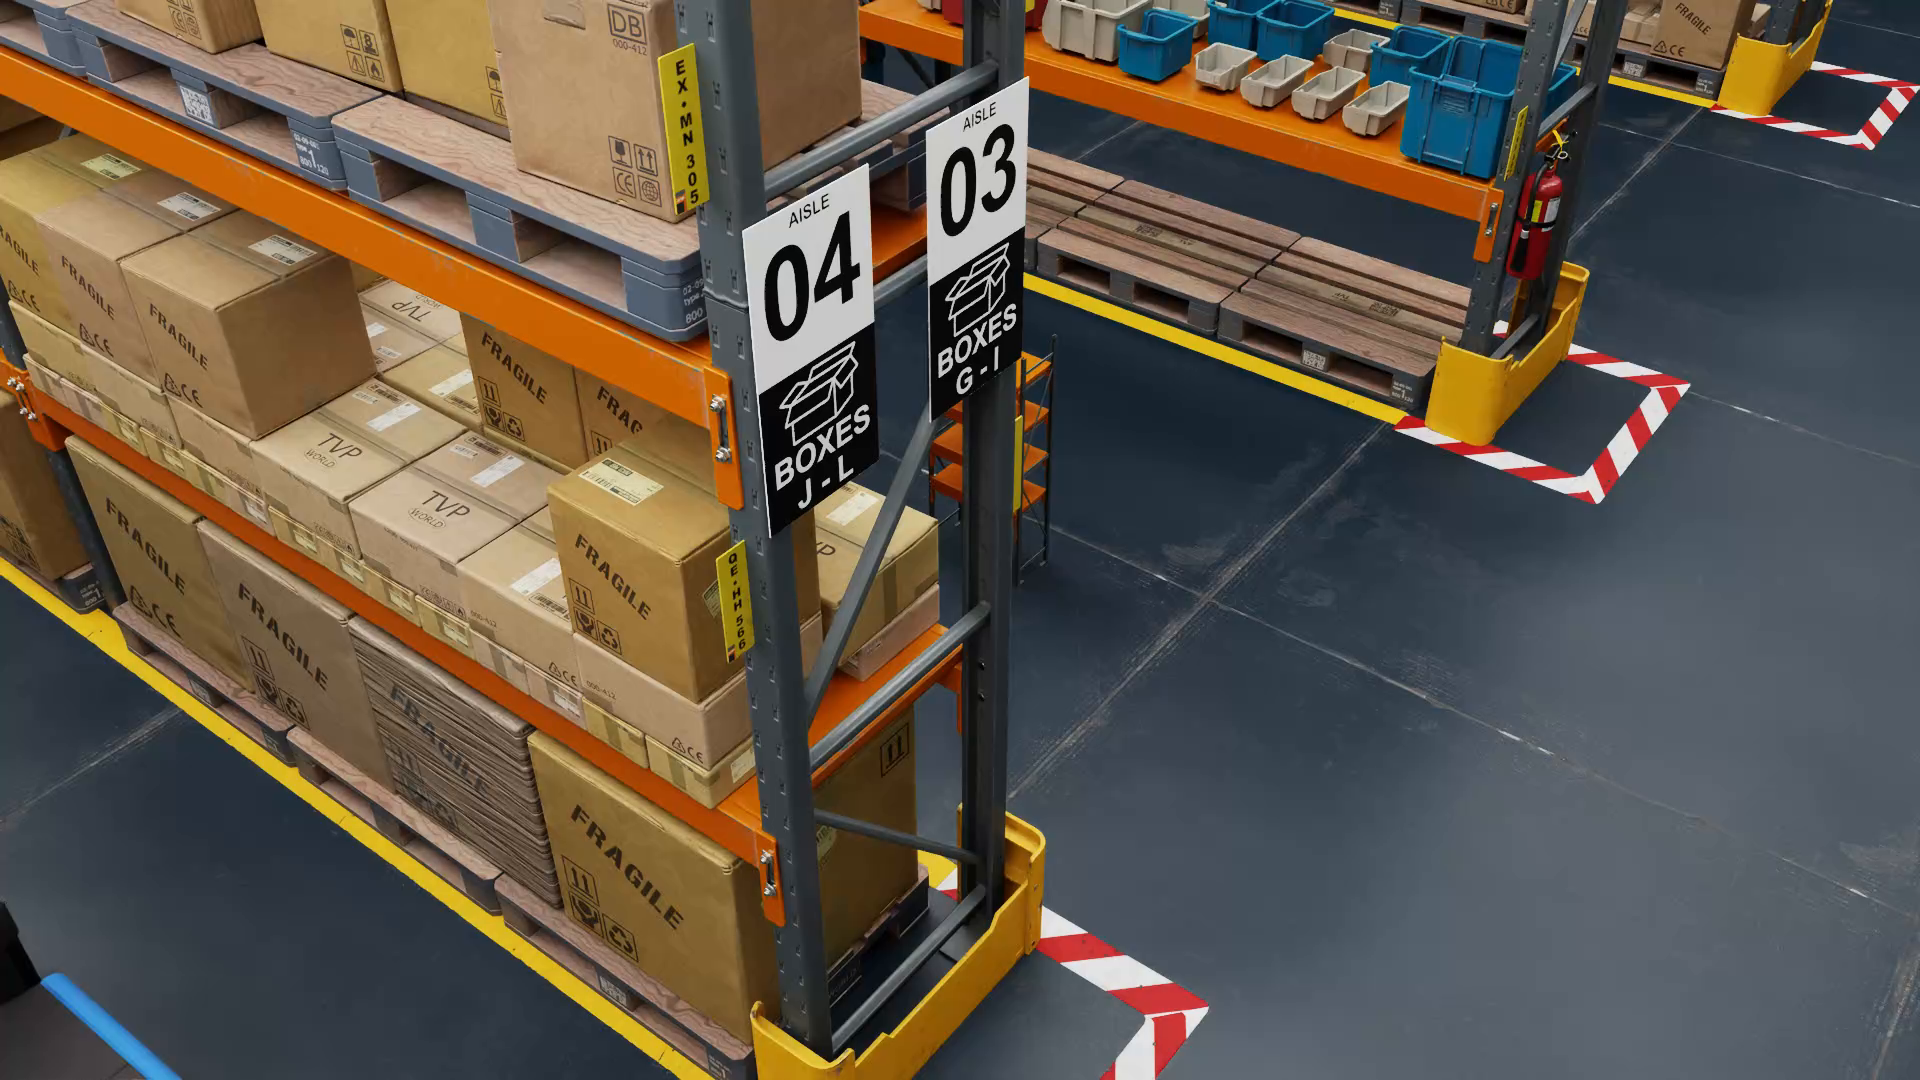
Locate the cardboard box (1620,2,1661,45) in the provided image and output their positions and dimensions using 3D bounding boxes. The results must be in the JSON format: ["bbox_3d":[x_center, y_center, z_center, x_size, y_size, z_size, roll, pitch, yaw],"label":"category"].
[{"bbox_3d":[4.978,-3.748,12.045,0.250,0.166,0.380,25,45,29],"label":"cardboard box"}]

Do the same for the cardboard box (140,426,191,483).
[{"bbox_3d":[-2.711,-0.393,6.022,0.250,0.149,0.380,24,44,27],"label":"cardboard box"}]

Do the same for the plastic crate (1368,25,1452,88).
[{"bbox_3d":[2.295,-2.445,8.527,0.300,0.233,0.416,25,45,29],"label":"plastic crate"}]

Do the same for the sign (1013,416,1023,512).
[{"bbox_3d":[0.147,-0.203,4.810,0.005,0.325,0.100,25,45,29],"label":"sign"}]

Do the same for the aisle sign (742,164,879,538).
[{"bbox_3d":[-0.320,-0.412,3.734,0.004,0.787,0.394,25,45,29],"label":"aisle sign"}]

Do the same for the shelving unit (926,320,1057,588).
[{"bbox_3d":[0.131,-0.410,7.301,0.503,1.200,0.258,25,45,29],"label":"shelving unit"}]

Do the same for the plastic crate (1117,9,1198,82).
[{"bbox_3d":[1.027,-2.588,8.710,0.300,0.233,0.416,25,45,29],"label":"plastic crate"}]

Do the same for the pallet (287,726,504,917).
[{"bbox_3d":[-1.842,0.818,6.534,1.213,0.211,1.003,25,45,29],"label":"pallet"}]

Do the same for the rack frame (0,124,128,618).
[{"bbox_3d":[-3.372,-1.060,6.671,0.127,3.000,1.000,25,45,29],"label":"rack frame"}]

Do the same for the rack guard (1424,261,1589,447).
[{"bbox_3d":[2.841,-1.000,8.622,0.348,0.500,1.175,25,45,29],"label":"rack guard"}]

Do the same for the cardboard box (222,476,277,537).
[{"bbox_3d":[-2.309,-0.202,5.779,0.250,0.149,0.380,26,45,29],"label":"cardboard box"}]

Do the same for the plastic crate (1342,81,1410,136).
[{"bbox_3d":[2.056,-2.124,8.194,0.243,0.136,0.396,25,45,29],"label":"plastic crate"}]

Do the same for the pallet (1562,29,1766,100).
[{"bbox_3d":[5.132,-3.640,12.228,1.213,0.211,1.003,25,45,29],"label":"pallet"}]

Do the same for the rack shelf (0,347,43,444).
[{"bbox_3d":[-4.961,-1.526,7.849,4.000,0.370,1.077,25,45,29],"label":"rack shelf"}]

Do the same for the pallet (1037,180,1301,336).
[{"bbox_3d":[1.218,-1.674,9.717,1.213,0.211,1.003,25,45,29],"label":"pallet"}]

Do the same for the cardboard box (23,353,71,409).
[{"bbox_3d":[-3.339,-0.687,6.398,0.250,0.149,0.380,25,45,29],"label":"cardboard box"}]

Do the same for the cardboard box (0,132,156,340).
[{"bbox_3d":[-3.147,-1.109,6.005,0.500,0.500,0.500,25,45,29],"label":"cardboard box"}]

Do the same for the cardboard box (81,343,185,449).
[{"bbox_3d":[-2.766,-0.625,5.995,0.500,0.250,0.500,25,44,28],"label":"cardboard box"}]

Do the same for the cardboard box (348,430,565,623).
[{"bbox_3d":[-1.548,-0.052,5.264,0.500,0.250,0.500,24,44,27],"label":"cardboard box"}]

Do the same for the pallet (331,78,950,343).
[{"bbox_3d":[-0.791,-0.981,4.208,1.213,0.211,1.003,25,45,29],"label":"pallet"}]

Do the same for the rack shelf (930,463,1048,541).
[{"bbox_3d":[0.131,-0.201,7.465,0.480,0.148,0.258,25,45,29],"label":"rack shelf"}]

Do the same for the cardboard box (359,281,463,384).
[{"bbox_3d":[-2.044,-0.697,6.088,0.500,0.250,0.500,26,45,29],"label":"cardboard box"}]

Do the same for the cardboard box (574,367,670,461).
[{"bbox_3d":[-0.809,-0.414,5.118,0.500,0.500,0.500,24,44,28],"label":"cardboard box"}]

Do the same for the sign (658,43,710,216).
[{"bbox_3d":[-0.536,-0.800,3.251,0.005,0.325,0.100,25,45,29],"label":"sign"}]

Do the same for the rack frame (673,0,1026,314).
[{"bbox_3d":[-0.195,-1.924,2.908,0.127,3.000,1.000,25,45,29],"label":"rack frame"}]

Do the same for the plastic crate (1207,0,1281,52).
[{"bbox_3d":[1.534,-2.804,8.985,0.300,0.233,0.416,25,45,29],"label":"plastic crate"}]

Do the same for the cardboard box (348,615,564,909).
[{"bbox_3d":[-1.475,0.568,5.974,0.875,0.875,0.875,25,45,29],"label":"cardboard box"}]

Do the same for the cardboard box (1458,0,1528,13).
[{"bbox_3d":[4.145,-4.398,12.603,0.637,0.503,0.797,25,45,29],"label":"cardboard box"}]

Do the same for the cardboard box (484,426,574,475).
[{"bbox_3d":[-1.226,-0.313,5.597,0.500,0.250,0.500,24,44,27],"label":"cardboard box"}]

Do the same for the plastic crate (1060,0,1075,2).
[{"bbox_3d":[0.689,-3.113,9.467,0.590,0.125,0.437,25,45,29],"label":"plastic crate"}]

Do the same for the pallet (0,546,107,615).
[{"bbox_3d":[-4.031,-0.214,7.852,1.213,0.211,1.003,25,45,29],"label":"pallet"}]

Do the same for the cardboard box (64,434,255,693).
[{"bbox_3d":[-2.897,-0.102,6.830,0.875,0.875,0.875,25,45,29],"label":"cardboard box"}]

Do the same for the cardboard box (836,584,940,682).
[{"bbox_3d":[-0.276,0.243,5.211,0.250,0.149,0.380,26,45,29],"label":"cardboard box"}]

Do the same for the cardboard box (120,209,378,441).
[{"bbox_3d":[-2.344,-0.728,5.519,0.500,0.500,0.500,24,44,27],"label":"cardboard box"}]

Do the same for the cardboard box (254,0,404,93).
[{"bbox_3d":[-1.454,-1.595,4.418,0.500,0.500,0.700,22,43,26],"label":"cardboard box"}]

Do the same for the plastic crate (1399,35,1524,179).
[{"bbox_3d":[2.435,-2.059,7.869,0.499,0.435,0.616,25,45,29],"label":"plastic crate"}]

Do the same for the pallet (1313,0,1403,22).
[{"bbox_3d":[3.194,-4.553,13.395,1.213,0.211,1.003,25,45,29],"label":"pallet"}]

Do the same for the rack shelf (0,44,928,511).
[{"bbox_3d":[-1.784,-1.209,5.011,4.000,0.370,1.077,25,45,29],"label":"rack shelf"}]

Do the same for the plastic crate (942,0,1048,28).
[{"bbox_3d":[0.194,-3.077,9.146,0.583,0.464,0.402,25,45,29],"label":"plastic crate"}]

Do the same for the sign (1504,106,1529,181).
[{"bbox_3d":[2.493,-1.776,7.453,0.005,0.325,0.100,25,45,29],"label":"sign"}]

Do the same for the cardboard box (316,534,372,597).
[{"bbox_3d":[-1.892,-0.008,5.530,0.250,0.149,0.380,26,45,29],"label":"cardboard box"}]

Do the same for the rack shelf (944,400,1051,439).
[{"bbox_3d":[0.131,-0.534,7.205,0.480,0.148,0.258,25,45,29],"label":"rack shelf"}]

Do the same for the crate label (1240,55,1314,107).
[{"bbox_3d":[1.599,-2.332,8.460,0.243,0.136,0.396,25,45,29],"label":"crate label"}]

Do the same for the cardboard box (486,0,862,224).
[{"bbox_3d":[-0.641,-1.155,3.857,0.500,0.500,0.700,23,43,26],"label":"cardboard box"}]

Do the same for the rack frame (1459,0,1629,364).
[{"bbox_3d":[2.814,-1.987,7.855,0.127,3.000,1.000,25,45,29],"label":"rack frame"}]

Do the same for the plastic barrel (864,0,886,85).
[{"bbox_3d":[-0.785,-3.036,10.557,0.708,0.901,0.600,25,45,29],"label":"plastic barrel"}]

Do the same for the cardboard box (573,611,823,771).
[{"bbox_3d":[-0.741,0.329,4.778,0.500,0.250,0.500,25,44,28],"label":"cardboard box"}]

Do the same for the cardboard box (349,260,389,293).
[{"bbox_3d":[-2.449,-1.182,6.099,0.500,0.500,0.500,26,45,29],"label":"cardboard box"}]

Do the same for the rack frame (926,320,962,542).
[{"bbox_3d":[-0.062,-0.502,7.418,0.015,1.200,0.240,25,45,29],"label":"rack frame"}]

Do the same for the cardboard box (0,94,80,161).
[{"bbox_3d":[-3.884,-1.729,6.631,0.637,0.503,0.797,24,44,27],"label":"cardboard box"}]

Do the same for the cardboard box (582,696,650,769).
[{"bbox_3d":[-0.885,0.468,4.922,0.250,0.149,0.380,26,45,29],"label":"cardboard box"}]
